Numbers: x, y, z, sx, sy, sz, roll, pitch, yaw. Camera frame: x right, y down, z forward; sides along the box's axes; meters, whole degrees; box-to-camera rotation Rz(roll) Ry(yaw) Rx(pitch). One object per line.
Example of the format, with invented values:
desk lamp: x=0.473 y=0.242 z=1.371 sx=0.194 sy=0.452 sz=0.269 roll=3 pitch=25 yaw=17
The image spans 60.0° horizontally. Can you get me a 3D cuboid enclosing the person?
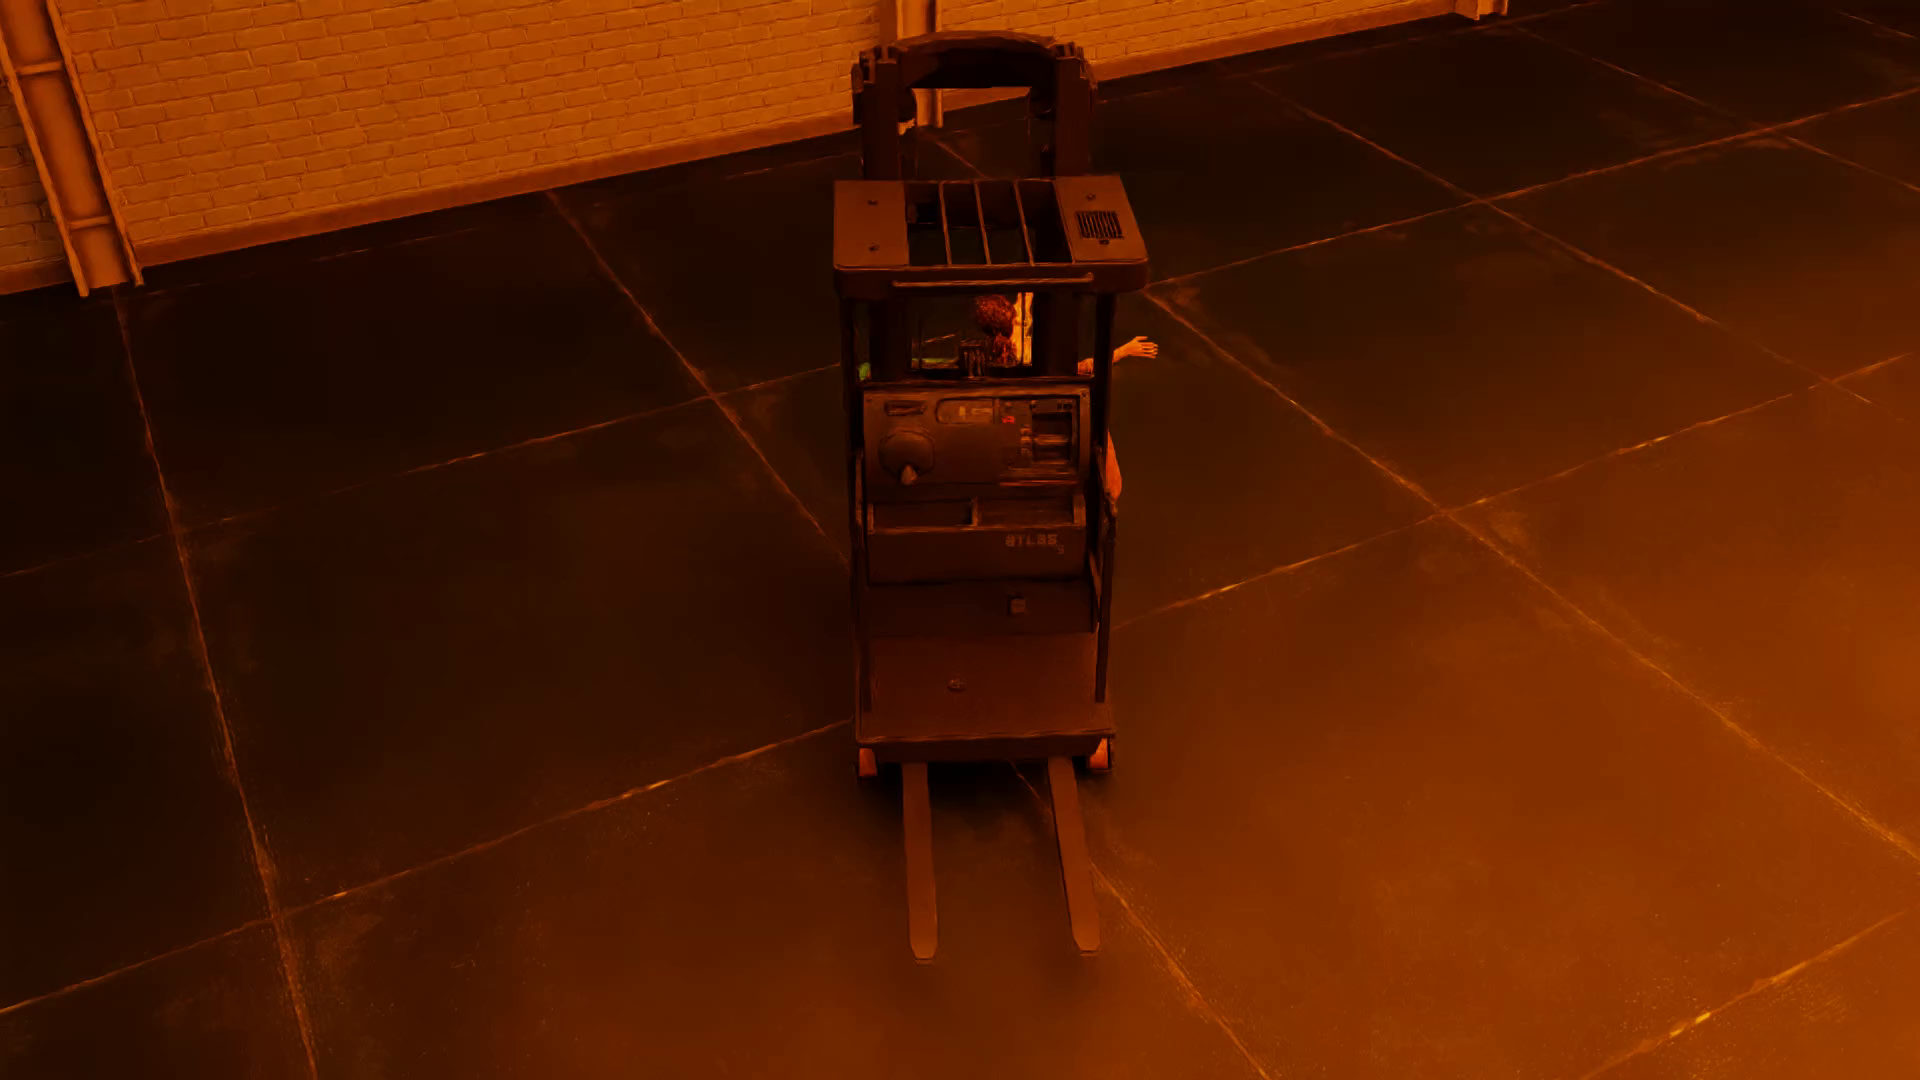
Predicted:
person: x=0.480 y=-0.605 z=8.161 sx=0.654 sy=1.541 sz=0.951 roll=-18 pitch=39 yaw=-23

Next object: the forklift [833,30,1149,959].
forklift: x=0.084 y=-0.363 z=6.637 sx=1.130 sy=2.935 sz=3.031 roll=-2 pitch=35 yaw=-3
